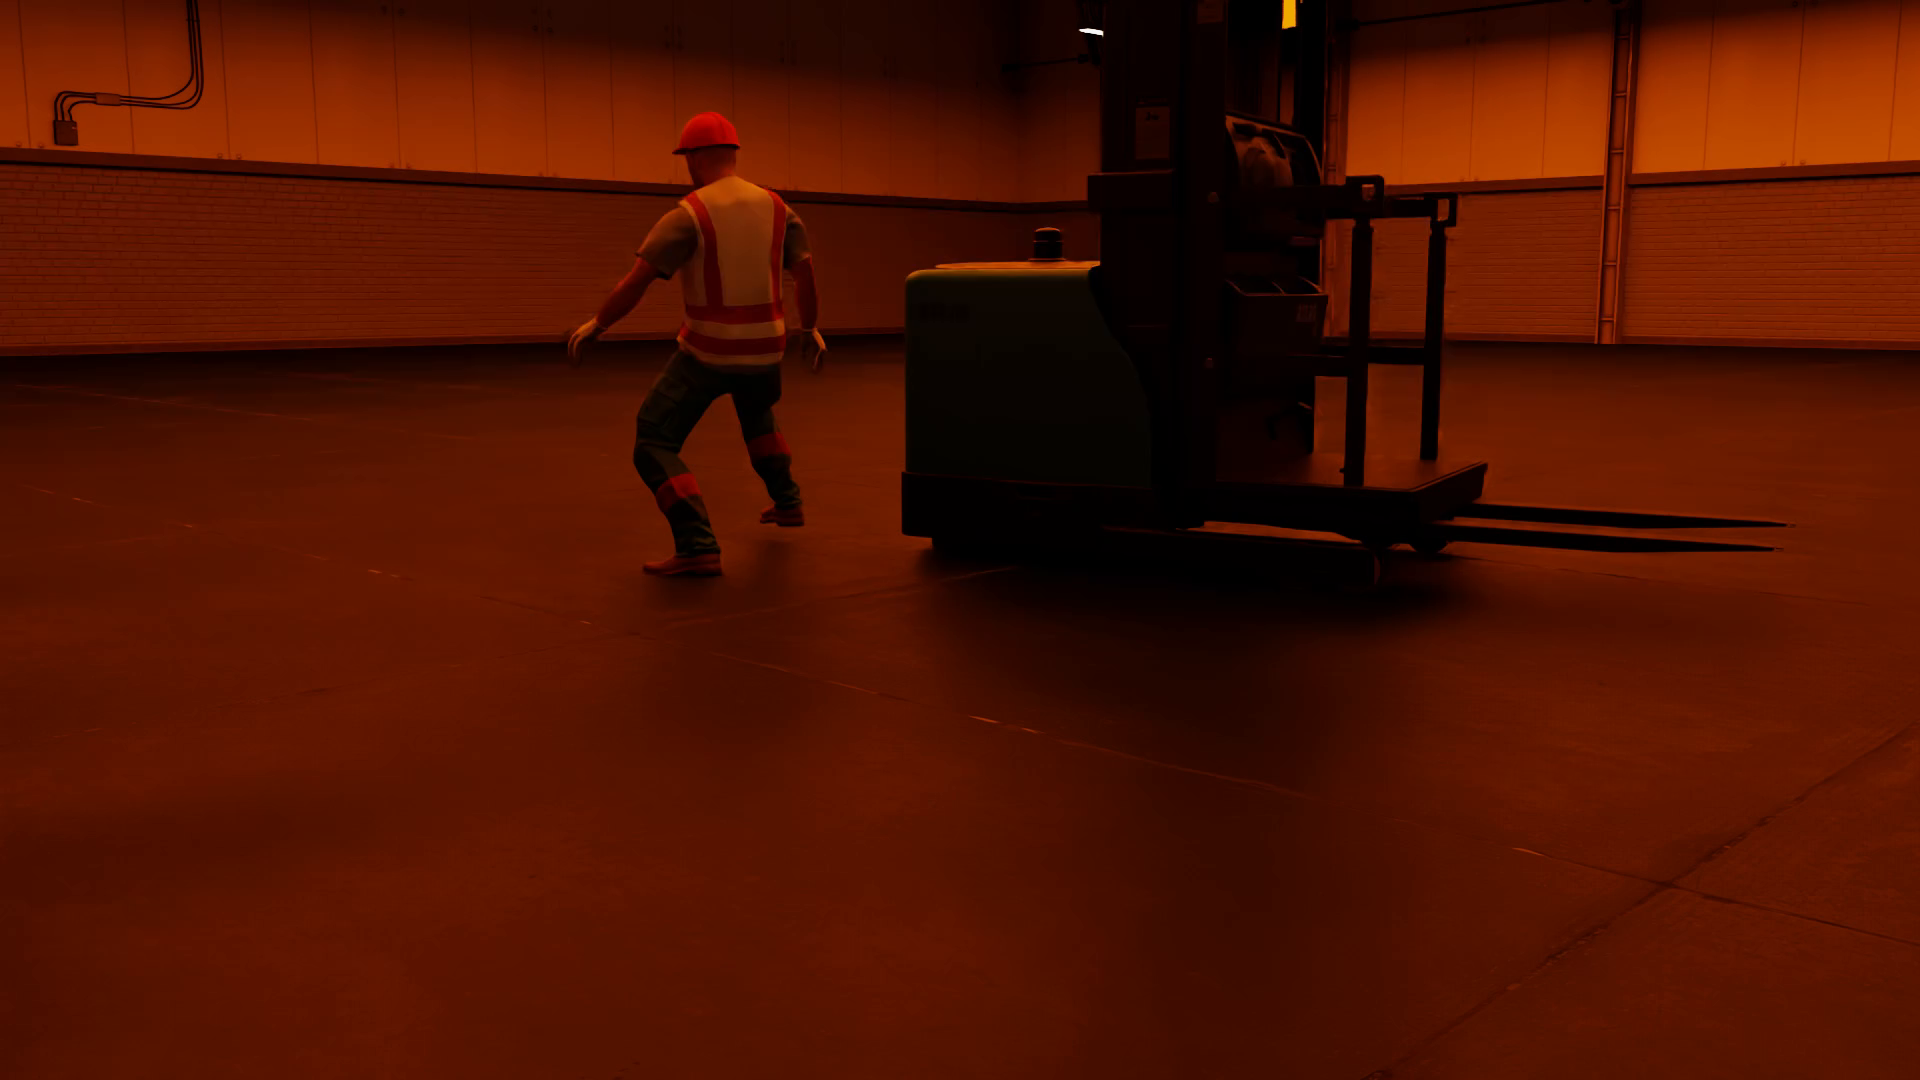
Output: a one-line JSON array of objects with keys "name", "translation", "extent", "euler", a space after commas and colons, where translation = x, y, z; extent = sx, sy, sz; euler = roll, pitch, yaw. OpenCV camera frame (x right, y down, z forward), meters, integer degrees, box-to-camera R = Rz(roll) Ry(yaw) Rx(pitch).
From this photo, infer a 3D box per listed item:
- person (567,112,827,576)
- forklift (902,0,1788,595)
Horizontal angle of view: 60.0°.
[{"name": "person", "translation": [-0.902, -0.730, 6.138], "extent": [0.994, 1.649, 0.680], "euler": [-6, 11, -36]}, {"name": "forklift", "translation": [1.313, -1.356, 5.881], "extent": [3.031, 2.935, 1.130], "euler": [5, 10, 29]}]
